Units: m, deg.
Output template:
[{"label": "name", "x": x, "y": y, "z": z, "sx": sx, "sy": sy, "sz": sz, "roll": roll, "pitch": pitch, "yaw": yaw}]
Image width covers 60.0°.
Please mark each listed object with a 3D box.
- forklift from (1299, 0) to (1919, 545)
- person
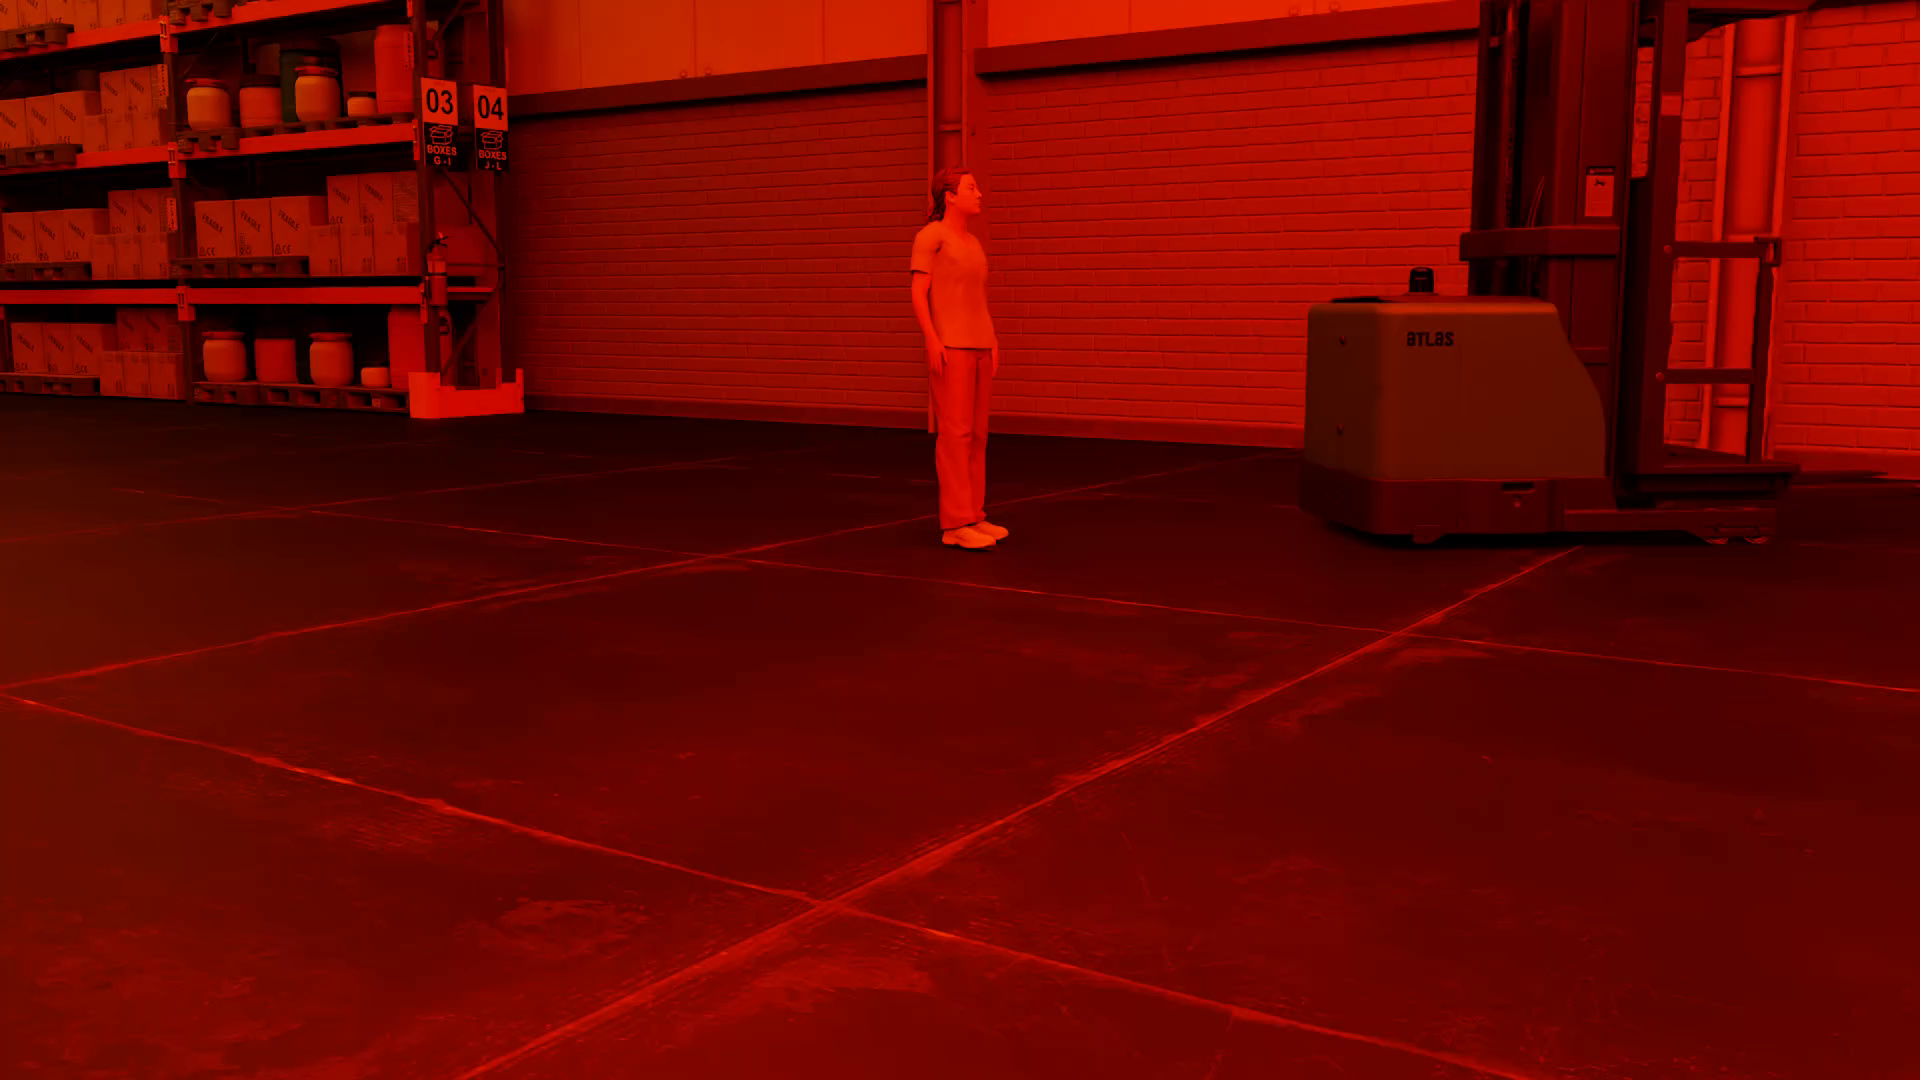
[{"label": "forklift", "x": 3.228, "y": -1.502, "z": 7.754, "sx": 3.031, "sy": 2.935, "sz": 1.130, "roll": -1, "pitch": 8, "yaw": -8}, {"label": "person", "x": 0.061, "y": -0.824, "z": 7.431, "sx": 0.534, "sy": 1.666, "sz": 0.554, "roll": 5, "pitch": 10, "yaw": 34}]
